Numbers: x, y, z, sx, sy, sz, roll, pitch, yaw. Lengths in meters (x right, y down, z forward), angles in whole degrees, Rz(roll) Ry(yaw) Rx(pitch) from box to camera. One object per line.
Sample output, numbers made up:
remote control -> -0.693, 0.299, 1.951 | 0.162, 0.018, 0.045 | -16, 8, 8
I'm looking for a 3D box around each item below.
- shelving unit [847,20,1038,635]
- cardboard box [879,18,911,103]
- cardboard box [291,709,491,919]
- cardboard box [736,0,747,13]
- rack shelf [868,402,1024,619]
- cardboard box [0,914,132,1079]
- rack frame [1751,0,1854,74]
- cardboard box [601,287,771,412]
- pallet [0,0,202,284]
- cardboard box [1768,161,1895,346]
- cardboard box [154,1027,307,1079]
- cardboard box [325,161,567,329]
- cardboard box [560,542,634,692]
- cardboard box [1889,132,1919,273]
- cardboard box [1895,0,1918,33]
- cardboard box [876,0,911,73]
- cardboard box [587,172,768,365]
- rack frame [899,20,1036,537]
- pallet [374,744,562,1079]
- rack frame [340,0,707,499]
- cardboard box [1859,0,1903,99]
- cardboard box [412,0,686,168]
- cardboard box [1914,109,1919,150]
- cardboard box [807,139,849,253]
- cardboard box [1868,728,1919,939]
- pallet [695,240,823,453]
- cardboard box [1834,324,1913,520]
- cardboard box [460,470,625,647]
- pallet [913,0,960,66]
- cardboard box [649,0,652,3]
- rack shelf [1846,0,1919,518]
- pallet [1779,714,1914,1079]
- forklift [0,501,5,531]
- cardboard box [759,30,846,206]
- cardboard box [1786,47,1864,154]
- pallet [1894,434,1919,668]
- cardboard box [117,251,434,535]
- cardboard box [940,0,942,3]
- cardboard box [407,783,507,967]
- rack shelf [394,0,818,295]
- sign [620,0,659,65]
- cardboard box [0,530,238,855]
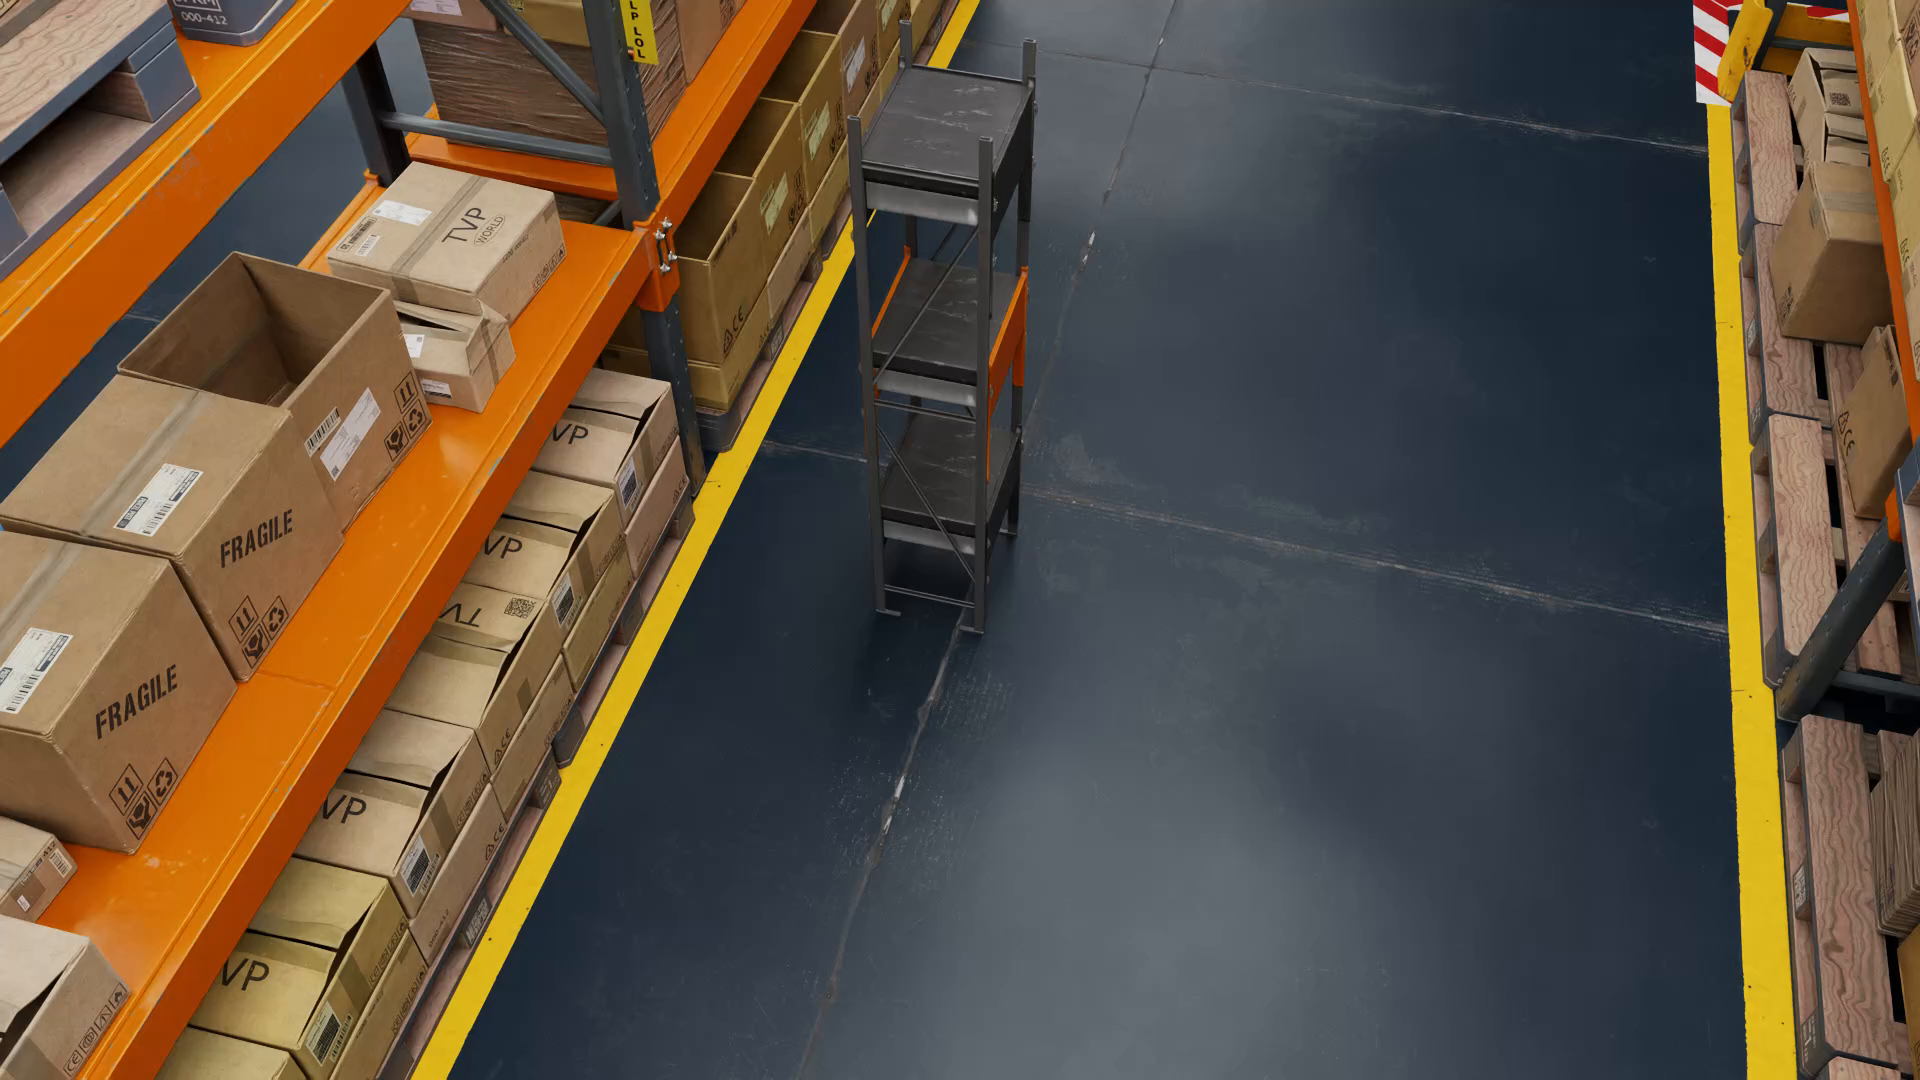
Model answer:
shelving unit -> -0.044, -0.575, 5.357 | 0.431, 2.100, 0.503 | 12, 50, 10
cardboard box -> -0.536, -2.244, 7.783 | 0.500, 0.250, 0.500 | 12, 50, 10
cardboard box -> -1.713, 0.742, 4.774 | 0.500, 0.311, 0.500 | 11, 49, 10
cardboard box -> -1.103, -2.394, 6.295 | 0.700, 0.500, 0.500 | 12, 50, 11
rack shelf -> -0.044, -0.103, 5.892 | 0.431, 0.518, 0.480 | 12, 50, 10
cardboard box -> -2.113, 1.021, 3.408 | 0.500, 0.311, 0.500 | 11, 49, 10
rack frame -> 4.351, -3.212, 7.084 | 1.000, 3.000, 0.127 | 12, 50, 10
cardboard box -> -1.068, -0.798, 6.508 | 0.500, 0.250, 0.500 | 12, 50, 10
pallet -> -2.151, -0.648, 2.947 | 1.003, 0.211, 1.213 | 14, 50, 12
cardboard box -> 3.690, -1.115, 6.607 | 0.700, 0.500, 0.500 | 9, 49, 8
cardboard box -> -1.984, 1.483, 4.121 | 0.500, 0.311, 0.500 | 10, 49, 9
cardboard box -> -1.570, -0.879, 5.125 | 0.500, 0.250, 0.500 | 14, 50, 12
cardboard box -> -1.447, 0.200, 5.627 | 0.500, 0.250, 0.500 | 11, 49, 9
cardboard box -> 3.269, -1.037, 5.251 | 0.500, 0.250, 0.500 | 12, 50, 10
cardboard box -> 3.529, -2.027, 5.625 | 0.500, 0.500, 0.500 | 13, 50, 11
cardboard box -> -0.533, -2.491, 7.502 | 0.500, 0.500, 0.500 | 12, 50, 10
cardboard box -> -1.058, -1.044, 6.225 | 0.500, 0.500, 0.500 | 12, 50, 10
rack frame -> 0.021, -0.752, 5.513 | 0.400, 2.100, 0.015 | 12, 50, 10
pallet -> -1.958, 1.055, 5.178 | 1.003, 0.211, 1.213 | 12, 50, 10
rack frame -> -1.482, -1.293, 5.391 | 1.000, 3.000, 0.127 | 12, 50, 10
cardboard box -> 3.518, -1.768, 5.896 | 0.500, 0.250, 0.500 | 12, 50, 10
cardboard box -> -1.372, -1.649, 5.638 | 0.700, 0.500, 0.500 | 10, 49, 9
cardboard box -> 3.250, -1.289, 4.973 | 0.500, 0.500, 0.500 | 11, 50, 10
cardboard box -> -0.795, -1.519, 7.144 | 0.500, 0.250, 0.500 | 12, 50, 10
cardboard box -> 3.120, 0.899, 4.830 | 0.700, 0.500, 0.500 | 13, 50, 11
pallet -> -1.233, -0.938, 6.937 | 1.003, 0.211, 1.213 | 12, 50, 10
cardboard box -> 3.532, -0.396, 5.972 | 0.500, 0.500, 0.500 | 8, 49, 7
cardboard box -> -1.443, 0.019, 5.412 | 0.500, 0.311, 0.500 | 13, 50, 11
pallet -> -0.590, -2.703, 8.494 | 1.003, 0.211, 1.213 | 12, 50, 10
cardboard box -> -1.159, -1.879, 5.408 | 0.380, 0.149, 0.250 | 12, 50, 11
rack shelf -> 3.824, -1.527, 6.077 | 1.077, 0.370, 4.000 | 12, 50, 10
pallet -> 3.094, 1.168, 5.079 | 1.003, 0.211, 1.213 | 12, 50, 10
forklift -> -3.885, 0.486, 3.866 | 1.130, 2.935, 3.031 | 19, 51, 16
cardboard box -> -0.795, -1.768, 6.863 | 0.500, 0.500, 0.500 | 12, 50, 10
cardboard box -> 4.082, -1.985, 7.501 | 0.500, 0.311, 0.500 | 7, 49, 6
pallet -> 2.956, 0.269, 4.140 | 1.003, 0.211, 1.213 | 12, 50, 10
cardboard box -> -1.839, -0.393, 4.530 | 0.500, 0.500, 0.500 | 15, 50, 13
cardboard box -> -0.286, -2.970, 8.424 | 0.500, 0.250, 0.500 | 12, 50, 10
cardboard box -> -1.716, 0.938, 4.975 | 0.500, 0.250, 0.500 | 12, 50, 11
rack shelf -> -0.956, -2.502, 6.937 | 1.077, 0.370, 4.000 | 12, 50, 10
sign -> -0.956, -1.550, 4.898 | 0.100, 0.325, 0.005 | 12, 50, 10
cardboard box -> -2.109, 0.350, 3.874 | 0.500, 0.500, 0.500 | 9, 49, 8
